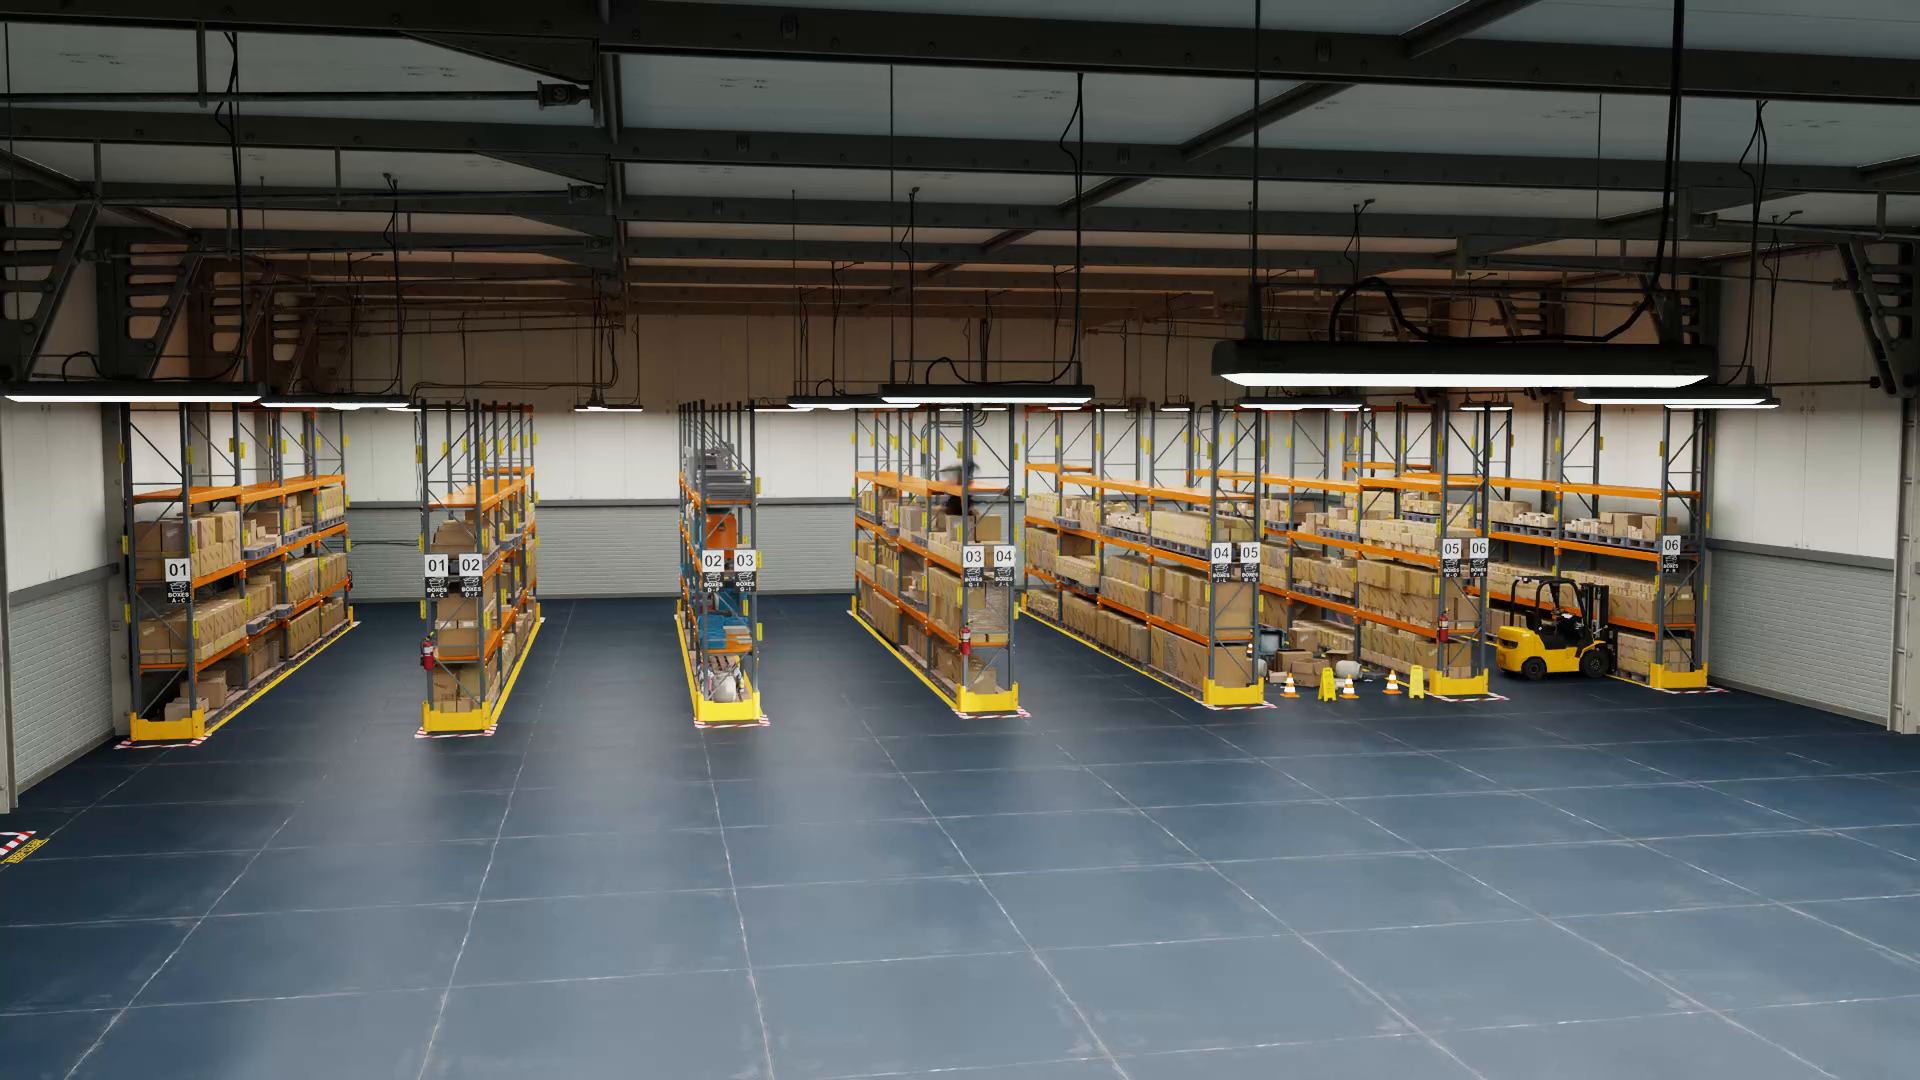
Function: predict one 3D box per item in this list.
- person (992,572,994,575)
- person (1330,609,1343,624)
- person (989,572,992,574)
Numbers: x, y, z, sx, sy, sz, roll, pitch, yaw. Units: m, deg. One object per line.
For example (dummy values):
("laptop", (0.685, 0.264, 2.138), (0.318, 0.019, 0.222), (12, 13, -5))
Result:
("person", (1.102, 1.138, 49.223), (0.840, 1.794, 0.729), (-4, 6, -43))
("person", (9.967, 1.540, 44.137), (0.562, 1.687, 0.904), (-1, 5, -17))
("person", (0.628, 1.226, 48.572), (0.697, 1.651, 0.881), (2, 5, 23))
